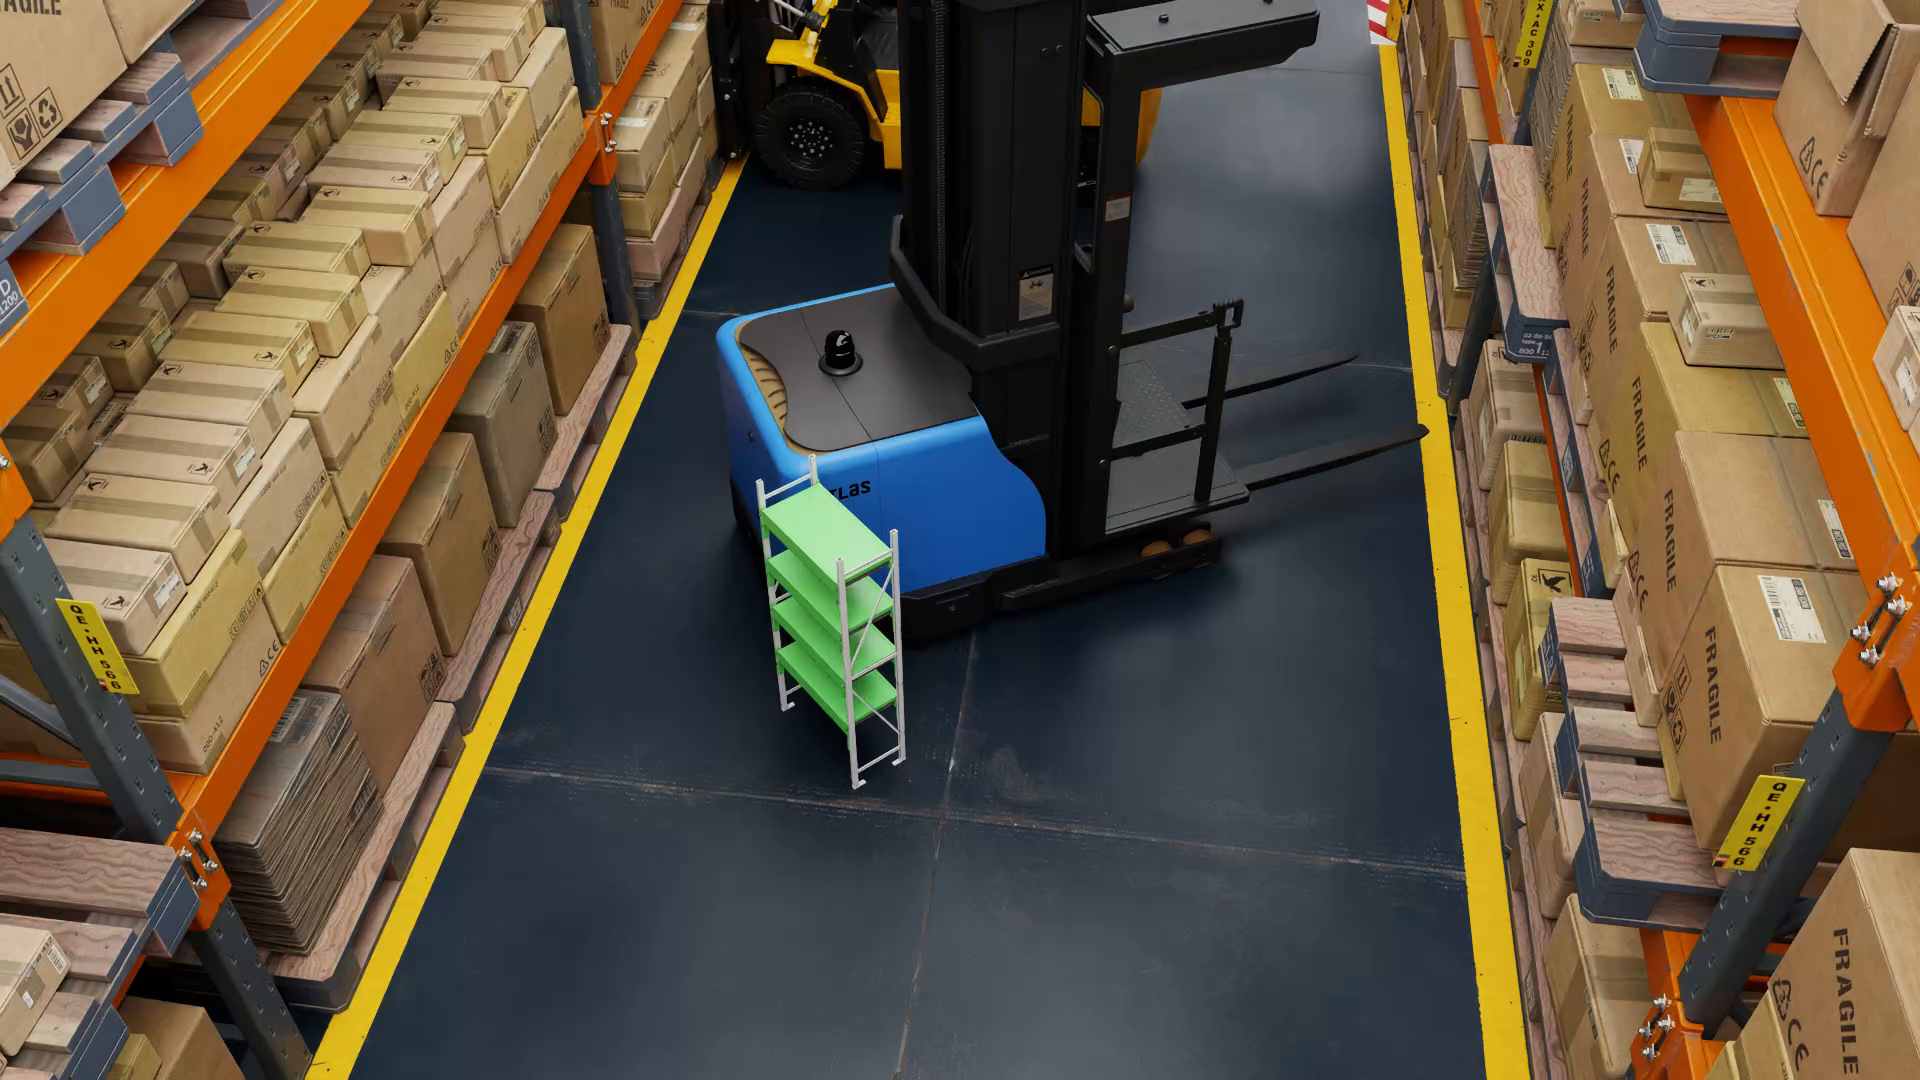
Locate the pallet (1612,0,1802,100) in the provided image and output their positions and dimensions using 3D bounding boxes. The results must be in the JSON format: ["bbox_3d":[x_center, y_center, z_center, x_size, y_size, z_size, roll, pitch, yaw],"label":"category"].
[{"bbox_3d":[2.498,-1.570,4.704,1.213,0.211,1.003,5,44,6],"label":"pallet"}]

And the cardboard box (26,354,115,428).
[{"bbox_3d":[-2.806,-0.435,5.005,0.380,0.149,0.250,4,44,5],"label":"cardboard box"}]

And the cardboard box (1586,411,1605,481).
[{"bbox_3d":[2.227,-0.310,5.296,0.380,0.149,0.250,4,44,4],"label":"cardboard box"}]

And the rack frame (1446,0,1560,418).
[{"bbox_3d":[2.820,-1.667,6.851,1.000,3.000,0.127,5,44,6],"label":"rack frame"}]

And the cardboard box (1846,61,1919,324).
[{"bbox_3d":[2.426,-0.712,3.588,0.700,0.500,0.500,5,44,6],"label":"cardboard box"}]

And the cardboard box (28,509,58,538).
[{"bbox_3d":[-2.846,0.152,4.676,0.500,0.250,0.500,6,44,6],"label":"cardboard box"}]

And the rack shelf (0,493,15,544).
[{"bbox_3d":[-2.894,1.145,2.223,1.077,0.370,4.000,5,44,6],"label":"rack shelf"}]

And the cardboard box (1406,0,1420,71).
[{"bbox_3d":[2.968,-3.023,9.977,0.500,0.250,0.500,5,44,5],"label":"cardboard box"}]

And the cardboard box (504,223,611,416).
[{"bbox_3d":[-2.159,-1.049,7.621,0.875,0.625,0.625,7,44,7],"label":"cardboard box"}]

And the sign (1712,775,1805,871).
[{"bbox_3d":[1.752,0.624,3.647,0.100,0.325,0.005,5,44,6],"label":"sign"}]

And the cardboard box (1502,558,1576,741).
[{"bbox_3d":[2.571,0.457,6.214,0.950,0.372,0.625,7,44,7],"label":"cardboard box"}]

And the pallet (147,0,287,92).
[{"bbox_3d":[-2.484,-1.643,4.782,1.003,0.211,1.213,7,44,7],"label":"pallet"}]

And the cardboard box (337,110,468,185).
[{"bbox_3d":[-2.027,-1.431,6.057,0.380,0.149,0.250,4,44,5],"label":"cardboard box"}]

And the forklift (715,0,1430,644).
[{"bbox_3d":[0.580,-1.221,6.430,3.031,2.935,1.130,-15,45,-15],"label":"forklift"}]

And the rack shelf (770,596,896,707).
[{"bbox_3d":[-0.457,0.366,6.106,0.258,0.148,0.480,-28,50,-26],"label":"rack shelf"}]

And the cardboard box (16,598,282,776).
[{"bbox_3d":[-2.329,0.385,4.794,0.500,0.250,0.500,5,44,6],"label":"cardboard box"}]

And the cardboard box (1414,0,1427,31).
[{"bbox_3d":[2.965,-3.279,9.702,0.500,0.500,0.500,4,44,4],"label":"cardboard box"}]

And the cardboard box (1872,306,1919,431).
[{"bbox_3d":[2.149,-0.343,3.454,0.380,0.149,0.250,5,44,6],"label":"cardboard box"}]

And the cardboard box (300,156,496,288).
[{"bbox_3d":[-2.047,-1.186,6.088,0.500,0.250,0.500,6,44,6],"label":"cardboard box"}]

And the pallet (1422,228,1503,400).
[{"bbox_3d":[2.873,-1.116,8.297,1.003,0.211,1.213,5,44,6],"label":"pallet"}]

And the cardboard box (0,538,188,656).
[{"bbox_3d":[-2.296,0.148,4.390,0.380,0.149,0.250,6,44,7],"label":"cardboard box"}]

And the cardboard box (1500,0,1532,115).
[{"bbox_3d":[2.632,-2.137,7.058,0.500,0.500,0.500,4,44,4],"label":"cardboard box"}]

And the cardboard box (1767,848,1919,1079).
[{"bbox_3d":[1.983,0.973,3.263,0.500,0.500,0.500,4,44,4],"label":"cardboard box"}]

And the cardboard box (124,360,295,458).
[{"bbox_3d":[-2.231,-0.391,4.959,0.380,0.149,0.250,6,44,6],"label":"cardboard box"}]

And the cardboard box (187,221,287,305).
[{"bbox_3d":[-2.637,-0.880,5.766,0.500,0.250,0.500,4,44,5],"label":"cardboard box"}]

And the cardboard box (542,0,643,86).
[{"bbox_3d":[-1.784,-2.431,7.585,0.500,0.500,0.500,4,44,4],"label":"cardboard box"}]

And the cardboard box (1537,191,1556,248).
[{"bbox_3d":[2.392,-1.211,6.247,0.380,0.149,0.250,6,44,6],"label":"cardboard box"}]

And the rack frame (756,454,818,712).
[{"bbox_3d":[-0.606,0.187,6.202,0.240,1.200,0.015,-28,50,-26],"label":"rack frame"}]

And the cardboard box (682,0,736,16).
[{"bbox_3d":[-1.517,-2.979,9.204,0.500,0.250,0.500,4,44,5],"label":"cardboard box"}]

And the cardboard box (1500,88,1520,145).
[{"bbox_3d":[2.560,-1.823,7.198,0.380,0.149,0.250,5,44,5],"label":"cardboard box"}]

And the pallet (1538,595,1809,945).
[{"bbox_3d":[2.279,0.633,4.561,1.213,0.211,1.003,5,44,6],"label":"pallet"}]

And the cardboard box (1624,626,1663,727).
[{"bbox_3d":[2.053,0.388,4.558,0.380,0.149,0.250,5,44,5],"label":"cardboard box"}]

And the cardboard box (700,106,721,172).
[{"bbox_3d":[-1.605,-2.268,9.181,0.500,0.250,0.500,6,44,6],"label":"cardboard box"}]

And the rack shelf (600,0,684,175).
[{"bbox_3d":[-1.837,-3.218,9.012,1.077,0.370,4.000,5,44,6],"label":"rack shelf"}]

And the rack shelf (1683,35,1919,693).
[{"bbox_3d":[2.555,-1.132,4.628,1.077,0.370,4.000,5,44,6],"label":"rack shelf"}]

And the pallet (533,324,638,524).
[{"bbox_3d":[-2.160,-0.598,7.750,1.003,0.211,1.213,5,44,6],"label":"pallet"}]

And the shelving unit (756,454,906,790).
[{"bbox_3d":[-0.457,0.320,6.062,0.258,1.200,0.503,-28,50,-26],"label":"shelving unit"}]

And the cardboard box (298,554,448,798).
[{"bbox_3d":[-2.455,0.450,6.037,0.875,0.625,0.625,7,44,7],"label":"cardboard box"}]

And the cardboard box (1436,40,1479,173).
[{"bbox_3d":[2.764,-2.216,8.580,0.500,0.500,0.500,7,44,8],"label":"cardboard box"}]

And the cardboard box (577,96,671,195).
[{"bbox_3d":[-1.726,-1.934,8.100,0.500,0.250,0.500,5,44,5],"label":"cardboard box"}]

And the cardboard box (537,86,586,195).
[{"bbox_3d":[-1.908,-1.694,6.989,0.500,0.250,0.500,6,44,6],"label":"cardboard box"}]

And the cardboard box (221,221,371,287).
[{"bbox_3d":[-2.197,-0.919,5.516,0.380,0.149,0.250,5,44,6],"label":"cardboard box"}]

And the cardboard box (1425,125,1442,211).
[{"bbox_3d":[2.764,-1.959,8.853,0.500,0.250,0.500,6,44,6],"label":"cardboard box"}]

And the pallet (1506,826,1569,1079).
[{"bbox_3d":[2.396,1.539,5.493,1.003,0.211,1.213,5,44,6],"label":"pallet"}]

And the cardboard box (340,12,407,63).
[{"bbox_3d":[-2.448,-1.990,6.647,0.380,0.149,0.250,4,44,4],"label":"cardboard box"}]

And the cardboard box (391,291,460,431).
[{"bbox_3d":[-2.126,-0.663,5.900,0.500,0.250,0.500,7,44,7],"label":"cardboard box"}]

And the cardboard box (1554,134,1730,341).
[{"bbox_3d":[2.329,-0.993,5.545,0.500,0.500,0.500,5,44,5],"label":"cardboard box"}]

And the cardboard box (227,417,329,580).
[{"bbox_3d":[-2.262,-0.138,4.982,0.500,0.250,0.500,7,44,7],"label":"cardboard box"}]

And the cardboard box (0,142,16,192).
[{"bbox_3d":[-2.283,-0.793,3.538,0.380,0.166,0.250,5,44,5],"label":"cardboard box"}]

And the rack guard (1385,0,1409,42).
[{"bbox_3d":[3.338,-3.434,10.535,1.175,0.500,0.348,5,44,6],"label":"rack guard"}]

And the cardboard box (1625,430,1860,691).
[{"bbox_3d":[2.133,0.074,4.418,0.500,0.500,0.500,5,44,5],"label":"cardboard box"}]

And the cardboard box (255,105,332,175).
[{"bbox_3d":[-2.553,-1.476,6.105,0.380,0.149,0.250,5,44,5],"label":"cardboard box"}]

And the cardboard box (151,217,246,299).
[{"bbox_3d":[-2.604,-0.950,5.549,0.380,0.149,0.250,6,44,7],"label":"cardboard box"}]

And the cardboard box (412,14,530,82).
[{"bbox_3d":[-1.942,-1.957,6.613,0.380,0.149,0.250,5,44,5],"label":"cardboard box"}]

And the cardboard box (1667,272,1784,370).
[{"bbox_3d":[2.227,-0.614,4.673,0.380,0.149,0.250,3,44,4],"label":"cardboard box"}]

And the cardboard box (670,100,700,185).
[{"bbox_3d":[-1.667,-2.096,8.635,0.500,0.250,0.500,5,44,5],"label":"cardboard box"}]

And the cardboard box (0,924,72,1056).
[{"bbox_3d":[-2.336,1.032,3.878,0.380,0.149,0.250,6,44,6],"label":"cardboard box"}]
